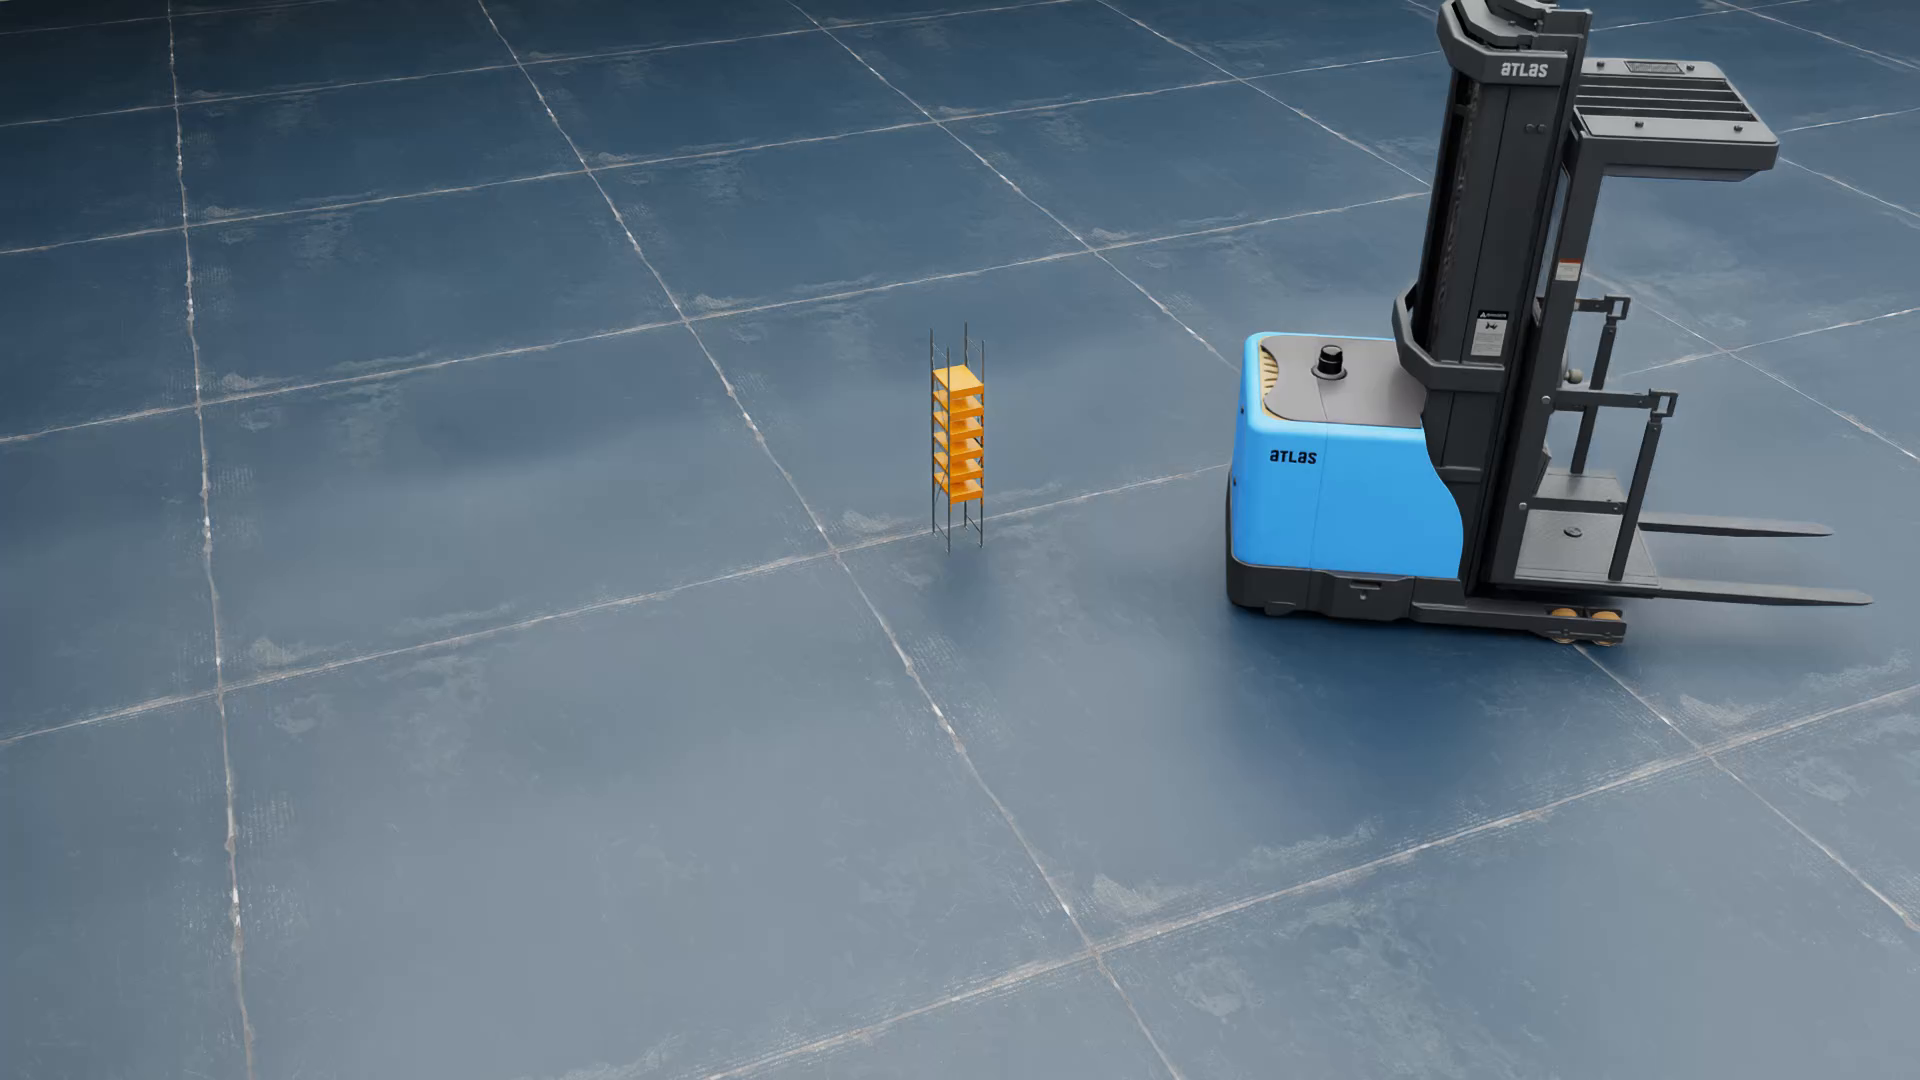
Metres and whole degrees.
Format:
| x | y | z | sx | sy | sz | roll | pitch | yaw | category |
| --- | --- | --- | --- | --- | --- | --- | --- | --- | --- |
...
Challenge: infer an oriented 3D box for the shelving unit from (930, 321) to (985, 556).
| x | y | z | sx | sy | sz | roll | pitch | yaw | category |
| --- | --- | --- | --- | --- | --- | --- | --- | --- | --- |
| -0.013 | -0.500 | 8.418 | 0.189 | 1.200 | 0.258 | -13 | 35 | -19 | shelving unit |

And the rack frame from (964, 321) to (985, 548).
| x | y | z | sx | sy | sz | roll | pitch | yaw | category |
| --- | --- | --- | --- | --- | --- | --- | --- | --- | --- |
| 0.071 | -0.519 | 8.448 | 0.006 | 1.200 | 0.240 | -13 | 35 | -19 | rack frame |

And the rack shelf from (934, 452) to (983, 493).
| x | y | z | sx | sy | sz | roll | pitch | yaw | category |
| --- | --- | --- | --- | --- | --- | --- | --- | --- | --- |
| -0.013 | -0.362 | 8.508 | 0.180 | 0.103 | 0.258 | -13 | 35 | -19 | rack shelf |

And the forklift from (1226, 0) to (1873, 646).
| x | y | z | sx | sy | sz | roll | pitch | yaw | category |
| --- | --- | --- | --- | --- | --- | --- | --- | --- | --- |
| 2.874 | -1.029 | 7.644 | 3.031 | 2.935 | 1.130 | 4 | 33 | 6 | forklift |

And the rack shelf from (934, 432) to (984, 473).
| x | y | z | sx | sy | sz | roll | pitch | yaw | category |
| --- | --- | --- | --- | --- | --- | --- | --- | --- | --- |
| -0.013 | -0.463 | 8.442 | 0.180 | 0.103 | 0.258 | -13 | 35 | -19 | rack shelf |

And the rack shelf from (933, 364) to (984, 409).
| x | y | z | sx | sy | sz | roll | pitch | yaw | category |
| --- | --- | --- | --- | --- | --- | --- | --- | --- | --- |
| -0.013 | -0.764 | 8.246 | 0.180 | 0.103 | 0.258 | -13 | 35 | -19 | rack shelf |

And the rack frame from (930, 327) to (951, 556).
| x | y | z | sx | sy | sz | roll | pitch | yaw | category |
| --- | --- | --- | --- | --- | --- | --- | --- | --- | --- |
| -0.098 | -0.481 | 8.388 | 0.006 | 1.200 | 0.240 | -13 | 35 | -19 | rack frame |

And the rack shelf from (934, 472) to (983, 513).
| x | y | z | sx | sy | sz | roll | pitch | yaw | category |
| --- | --- | --- | --- | --- | --- | --- | --- | --- | --- |
| -0.013 | -0.261 | 8.573 | 0.180 | 0.103 | 0.258 | -13 | 35 | -19 | rack shelf |

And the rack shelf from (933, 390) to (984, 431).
| x | y | z | sx | sy | sz | roll | pitch | yaw | category |
| --- | --- | --- | --- | --- | --- | --- | --- | --- | --- |
| -0.013 | -0.664 | 8.311 | 0.180 | 0.103 | 0.258 | -13 | 35 | -19 | rack shelf |

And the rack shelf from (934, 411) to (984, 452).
| x | y | z | sx | sy | sz | roll | pitch | yaw | category |
| --- | --- | --- | --- | --- | --- | --- | --- | --- | --- |
| -0.013 | -0.563 | 8.377 | 0.180 | 0.103 | 0.258 | -13 | 35 | -19 | rack shelf |
